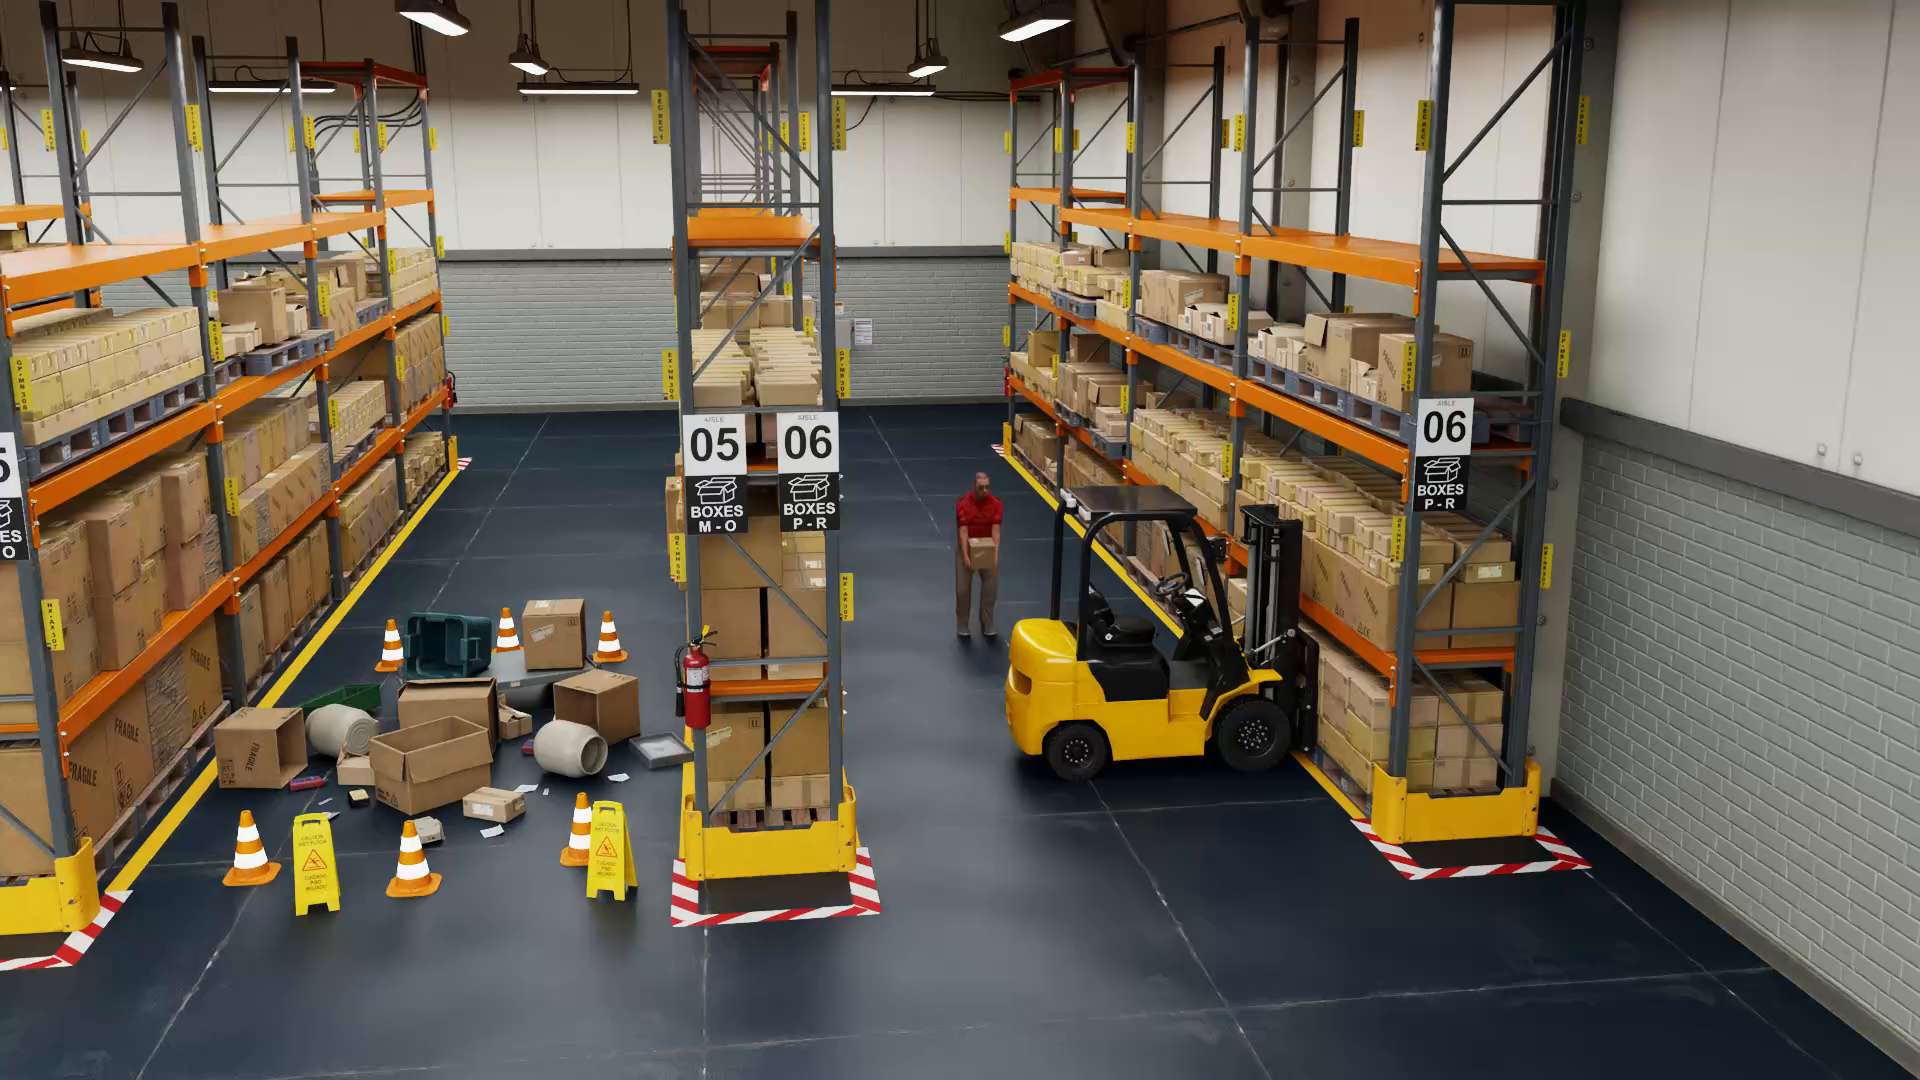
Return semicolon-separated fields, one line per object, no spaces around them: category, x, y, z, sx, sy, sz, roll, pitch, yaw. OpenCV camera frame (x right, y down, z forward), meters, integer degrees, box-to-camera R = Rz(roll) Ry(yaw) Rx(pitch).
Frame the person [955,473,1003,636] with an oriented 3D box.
person;0.201;0.142;16.988;0.482;1.701;0.550;-2;13;-9
